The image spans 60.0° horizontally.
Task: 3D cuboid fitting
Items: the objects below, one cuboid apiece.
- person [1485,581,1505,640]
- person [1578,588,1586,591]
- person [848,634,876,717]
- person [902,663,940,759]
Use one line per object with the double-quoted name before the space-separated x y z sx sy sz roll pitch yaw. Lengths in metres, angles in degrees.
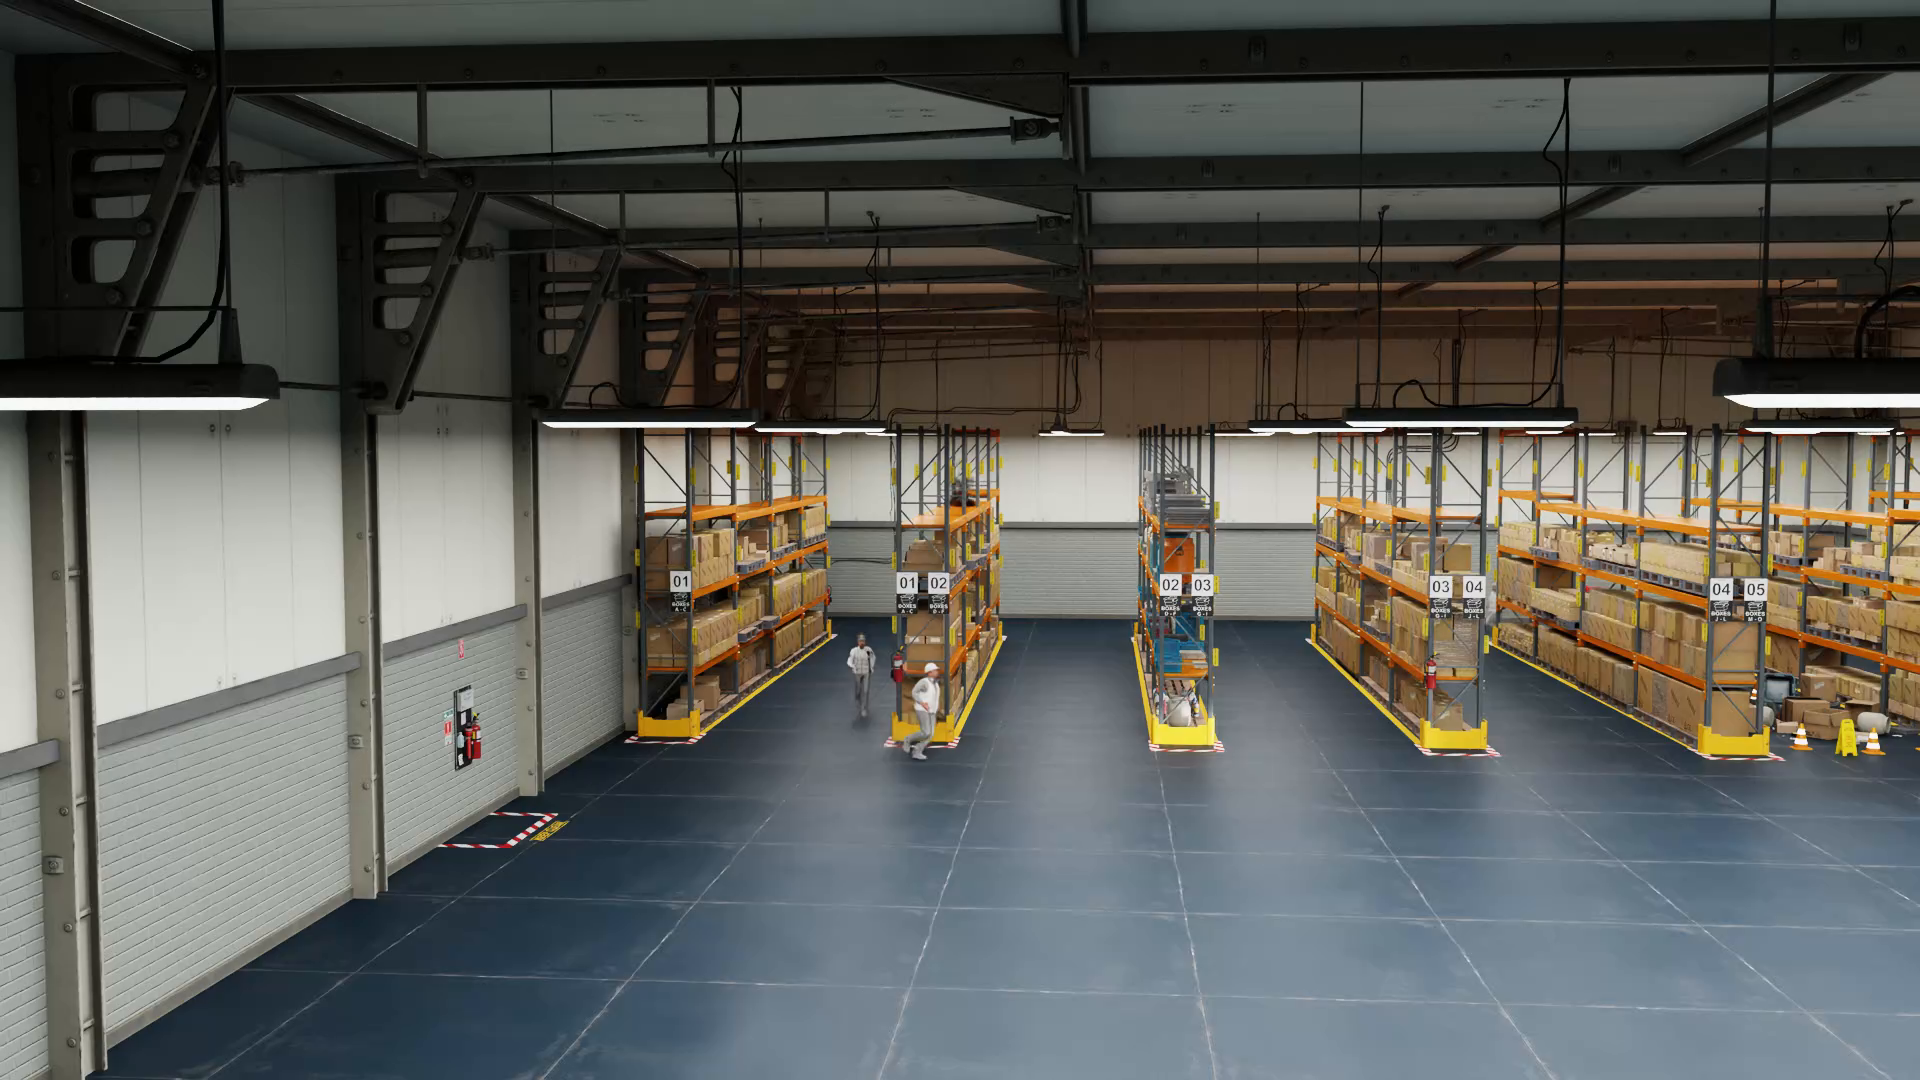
"person" 15.094 2.011 47.074 0.516 1.709 0.763 -1 4 -9
"person" 17.020 2.072 45.520 0.636 1.735 0.643 -1 4 -9
"person" -2.043 2.778 34.580 0.600 1.681 0.892 0 4 -7
"person" -0.637 3.063 29.947 0.594 1.683 0.717 3 4 36
